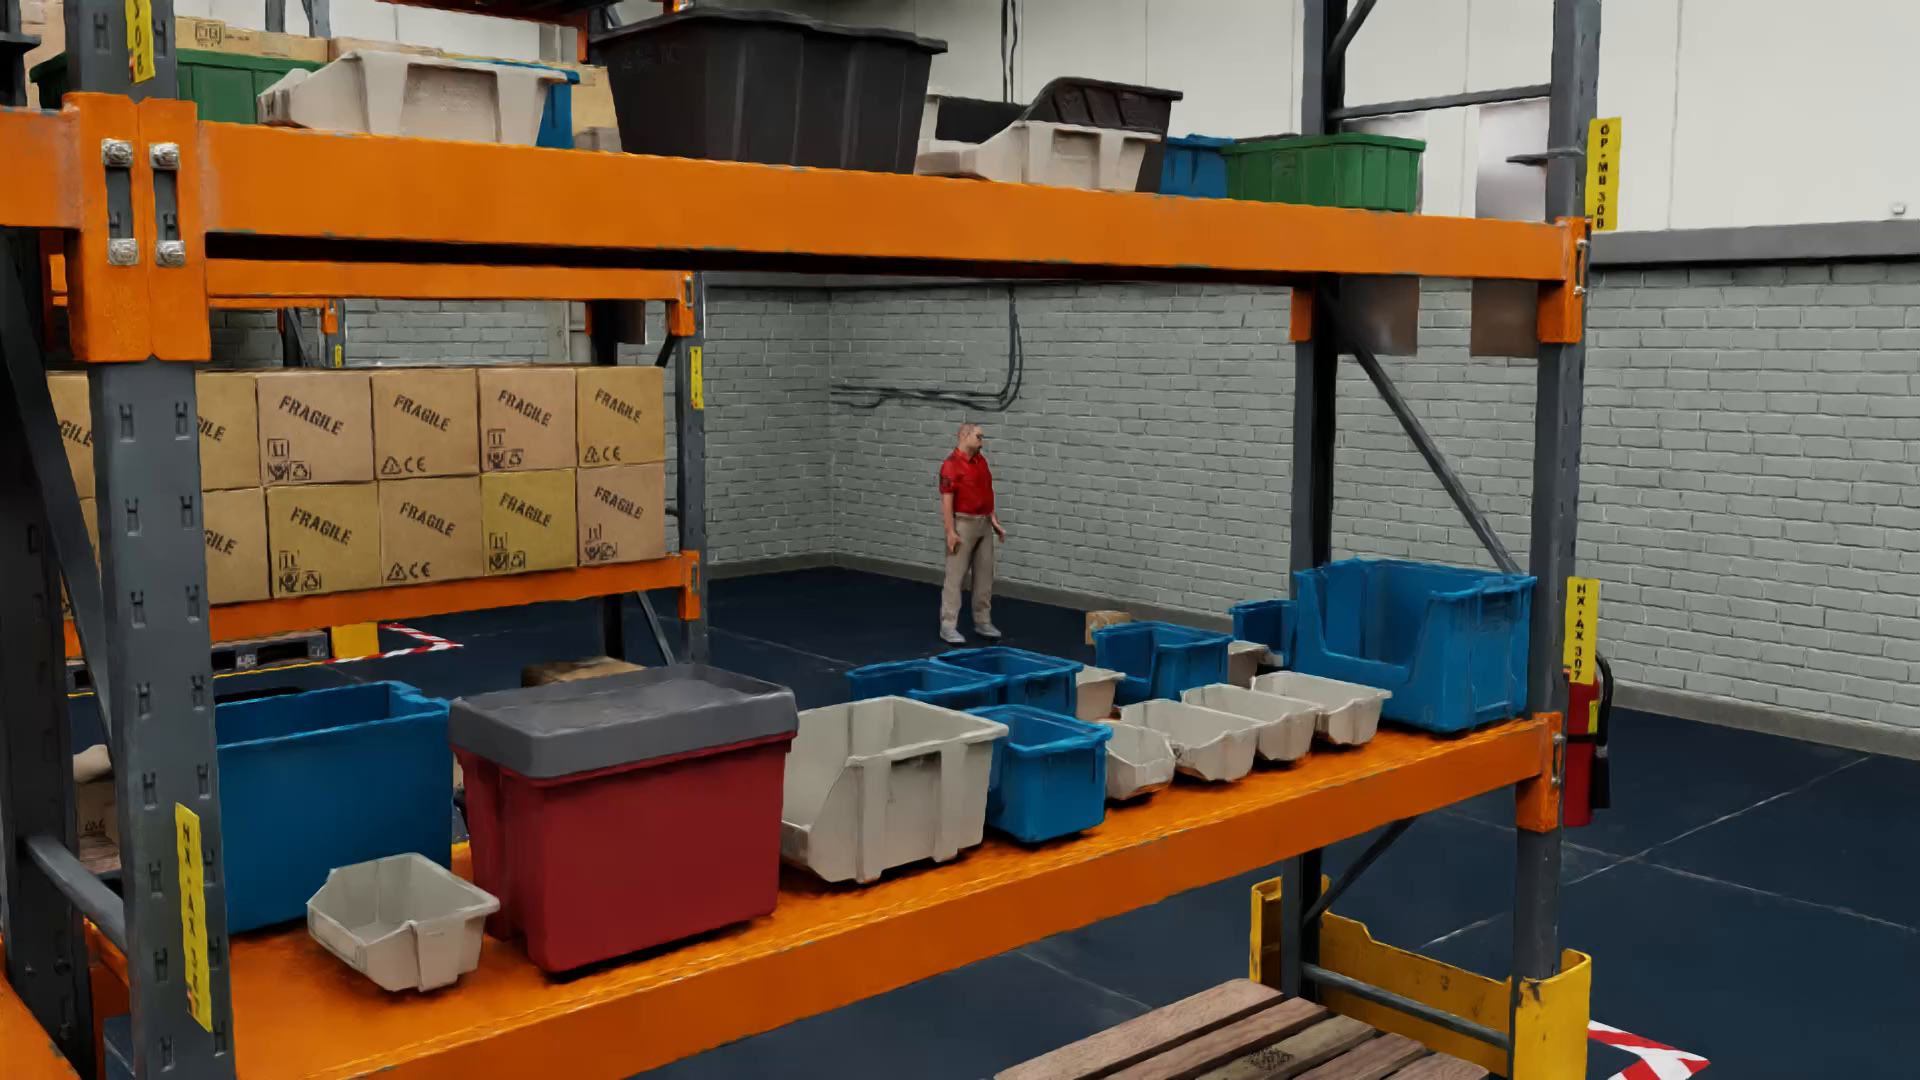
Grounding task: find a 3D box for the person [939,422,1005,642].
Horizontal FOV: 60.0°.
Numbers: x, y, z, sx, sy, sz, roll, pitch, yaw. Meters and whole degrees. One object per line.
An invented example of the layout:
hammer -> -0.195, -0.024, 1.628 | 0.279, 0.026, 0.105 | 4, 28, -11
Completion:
person -> 0.098, -0.075, 13.238 | 0.418, 1.731, 0.583 | 6, 9, 39
